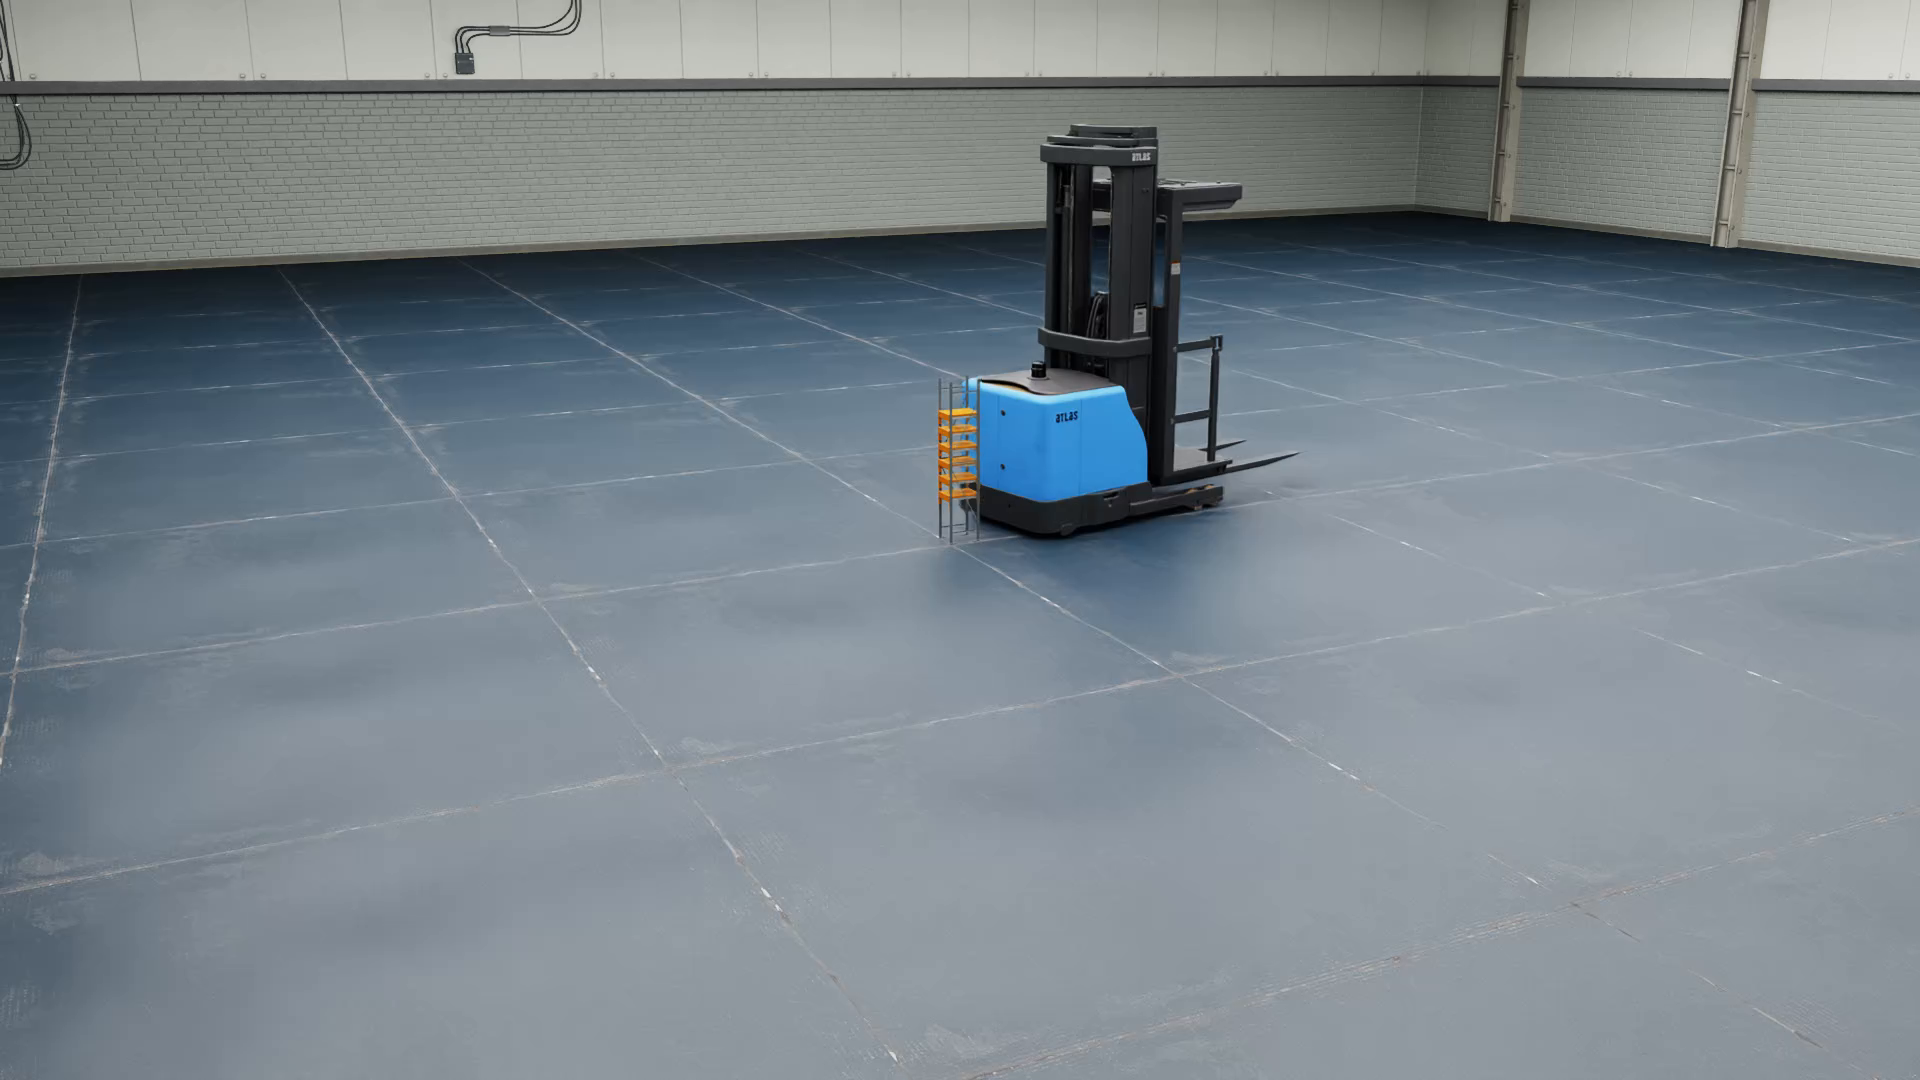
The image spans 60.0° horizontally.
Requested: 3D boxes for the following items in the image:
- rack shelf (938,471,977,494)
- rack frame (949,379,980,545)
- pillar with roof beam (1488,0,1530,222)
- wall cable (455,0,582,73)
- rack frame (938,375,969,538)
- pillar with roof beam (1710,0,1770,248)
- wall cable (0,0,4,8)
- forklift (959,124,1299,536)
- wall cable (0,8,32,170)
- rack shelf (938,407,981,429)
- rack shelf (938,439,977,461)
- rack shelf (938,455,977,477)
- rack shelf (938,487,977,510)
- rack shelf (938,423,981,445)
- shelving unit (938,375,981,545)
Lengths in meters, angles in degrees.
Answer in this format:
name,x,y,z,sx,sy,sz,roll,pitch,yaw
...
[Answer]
name,x,y,z,sx,sy,sz,roll,pitch,yaw
rack shelf,-0.006,-0.422,12.143,0.258,0.103,0.180,-8,18,-25
rack frame,0.034,-0.558,12.019,0.240,1.200,0.006,-8,18,-25
pillar with roof beam,8.131,-10.911,33.959,9.100,9.000,0.400,-8,18,-25
wall cable,-7.877,-11.293,29.125,2.305,6.003,0.169,-8,18,-25
rack frame,-0.046,-0.603,12.177,0.240,1.200,0.006,-8,18,-25
pillar with roof beam,10.759,-9.424,28.775,9.100,9.000,0.400,-8,18,-25
wall cable,-13.986,-9.777,26.481,3.097,2.526,0.112,-8,18,-25
forklift,1.466,-1.745,13.017,3.031,2.935,1.130,-12,20,-37
wall cable,-16.417,-7.023,26.038,3.097,2.526,0.112,-8,18,-25
rack shelf,-0.006,-0.884,12.011,0.258,0.103,0.180,-8,18,-25
rack shelf,-0.006,-0.653,12.077,0.258,0.103,0.180,-8,18,-25
rack shelf,-0.006,-0.538,12.110,0.258,0.103,0.180,-8,18,-25
rack shelf,-0.006,-0.307,12.176,0.258,0.103,0.180,-8,18,-25
rack shelf,-0.006,-0.768,12.044,0.258,0.103,0.180,-8,18,-25
shelving unit,-0.006,-0.580,12.098,0.258,1.200,0.189,-8,18,-25
